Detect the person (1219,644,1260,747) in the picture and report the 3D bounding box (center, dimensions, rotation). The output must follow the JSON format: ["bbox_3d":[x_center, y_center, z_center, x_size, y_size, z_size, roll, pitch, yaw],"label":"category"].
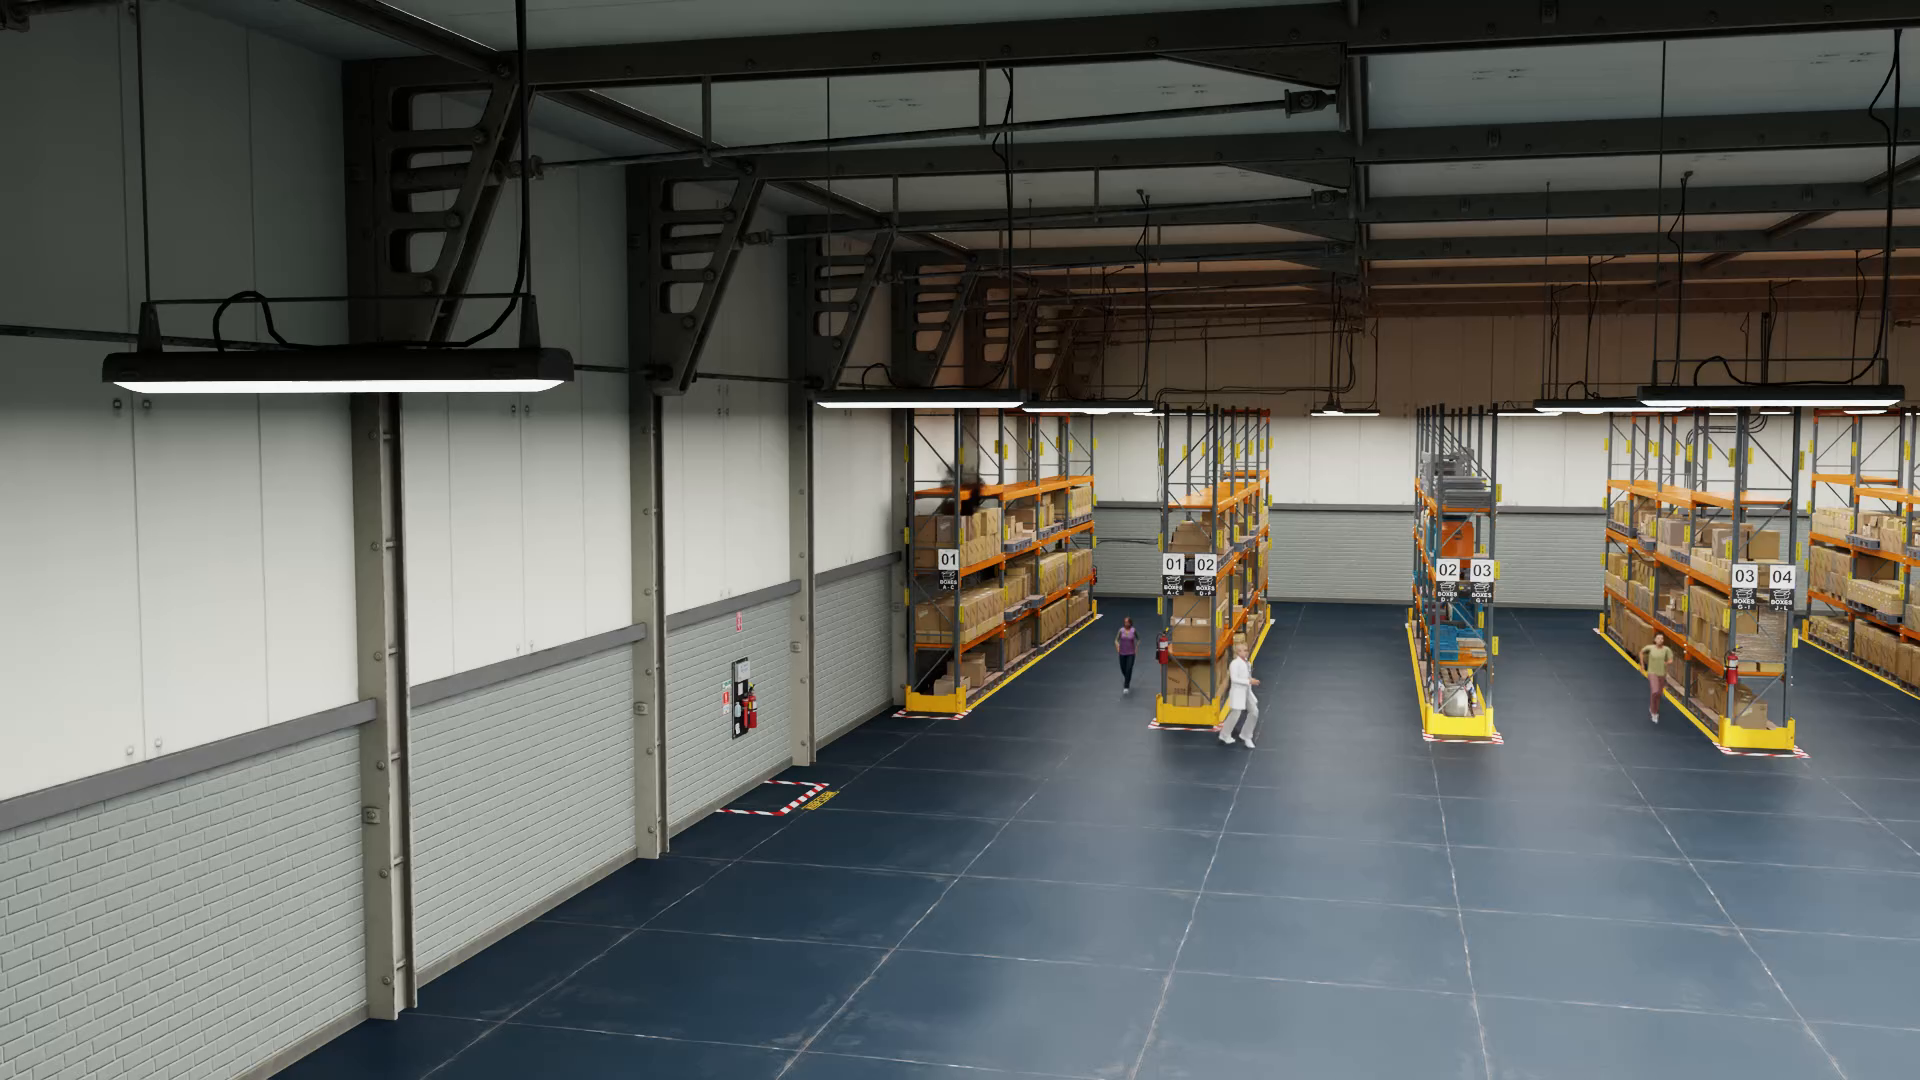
[{"bbox_3d":[4.918,2.737,29.060,0.818,1.856,0.729,4,6,42],"label":"person"}]

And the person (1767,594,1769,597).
[{"bbox_3d":[21.613,1.731,44.050,0.531,1.594,0.637,-1,4,-17],"label":"person"}]

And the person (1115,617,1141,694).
[{"bbox_3d":[3.520,2.515,34.922,0.543,1.361,0.760,1,4,11],"label":"person"}]

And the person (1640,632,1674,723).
[{"bbox_3d":[13.230,2.592,31.562,0.540,1.717,0.807,0,4,6],"label":"person"}]
